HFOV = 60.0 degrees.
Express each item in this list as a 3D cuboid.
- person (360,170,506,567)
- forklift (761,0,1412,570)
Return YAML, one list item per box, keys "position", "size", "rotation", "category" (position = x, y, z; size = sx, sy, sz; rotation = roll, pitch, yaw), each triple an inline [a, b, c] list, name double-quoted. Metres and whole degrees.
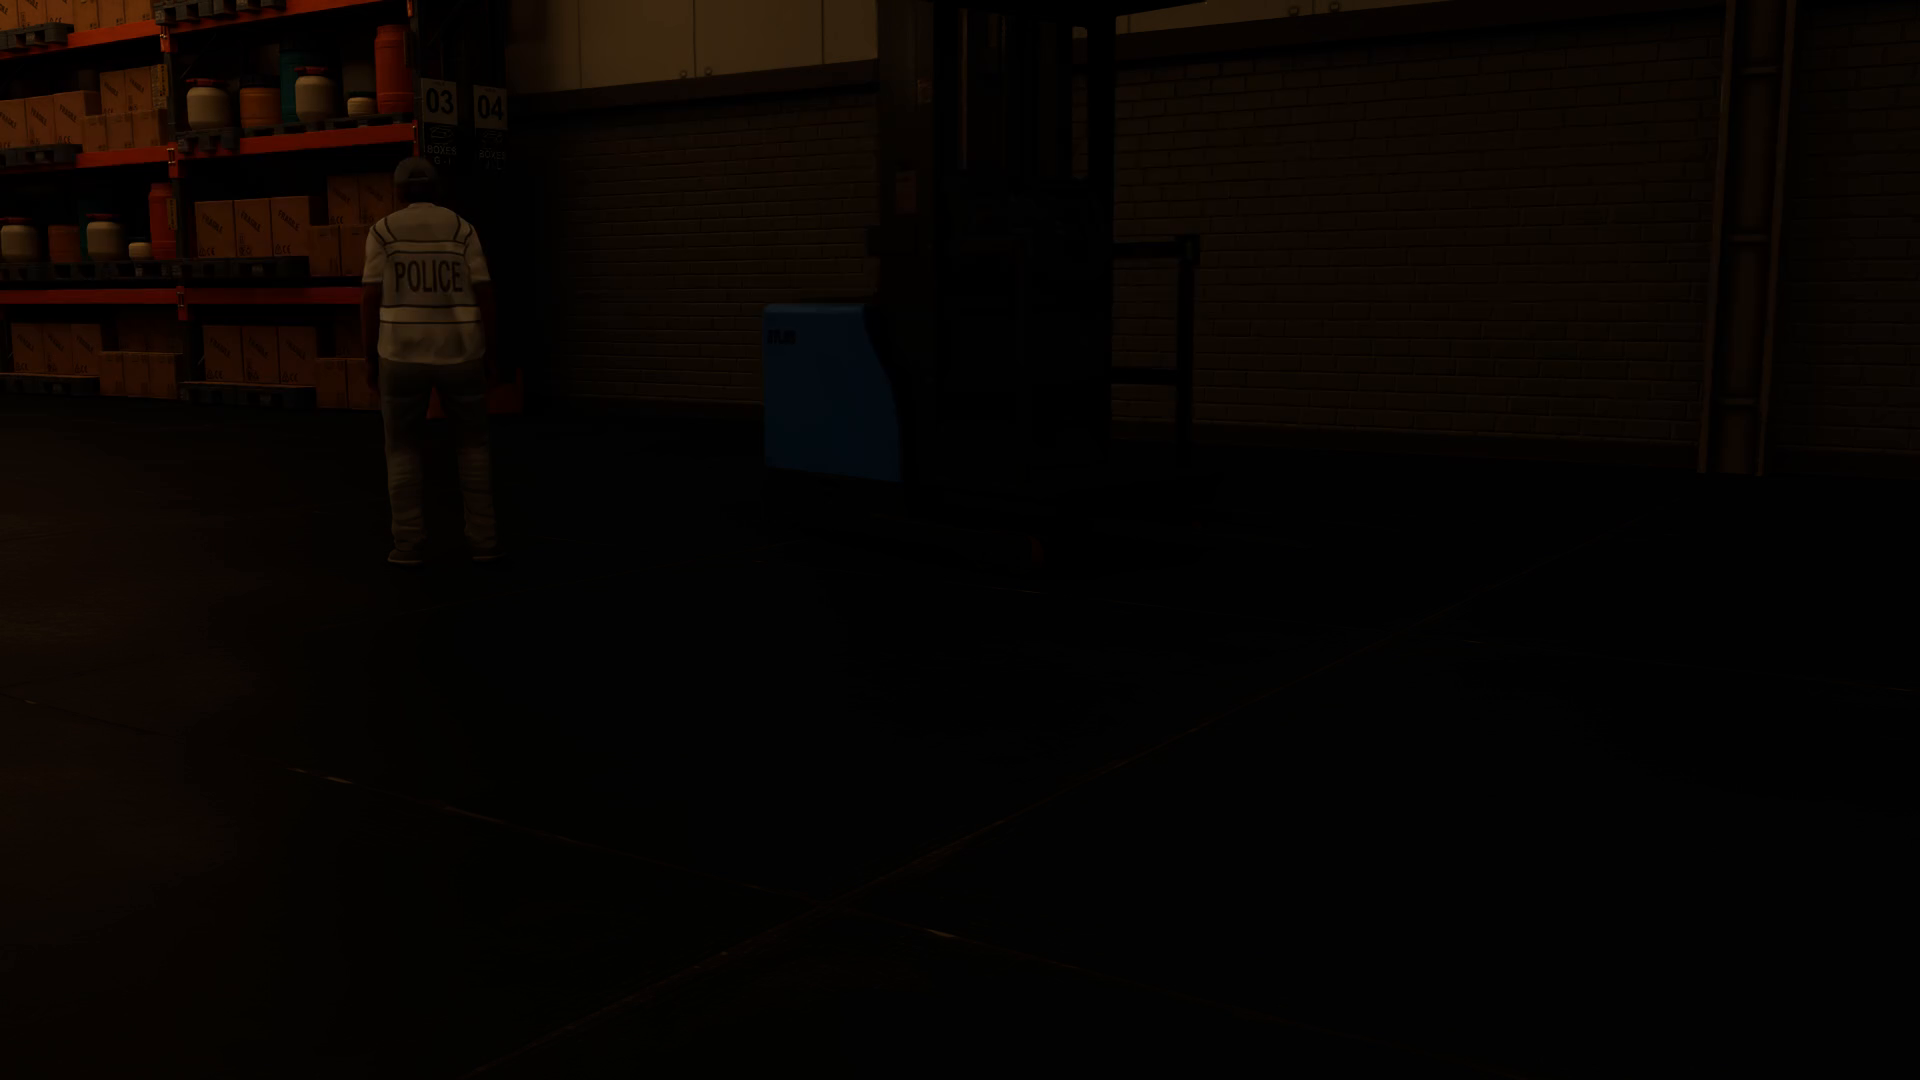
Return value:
- position: [-2.149, -0.716, 6.784]
  size: [0.542, 1.650, 0.405]
  rotation: [-3, 9, -21]
  category: "person"
- position: [0.429, -1.389, 6.958]
  size: [1.130, 2.935, 3.031]
  rotation: [-7, 11, -42]
  category: "forklift"
